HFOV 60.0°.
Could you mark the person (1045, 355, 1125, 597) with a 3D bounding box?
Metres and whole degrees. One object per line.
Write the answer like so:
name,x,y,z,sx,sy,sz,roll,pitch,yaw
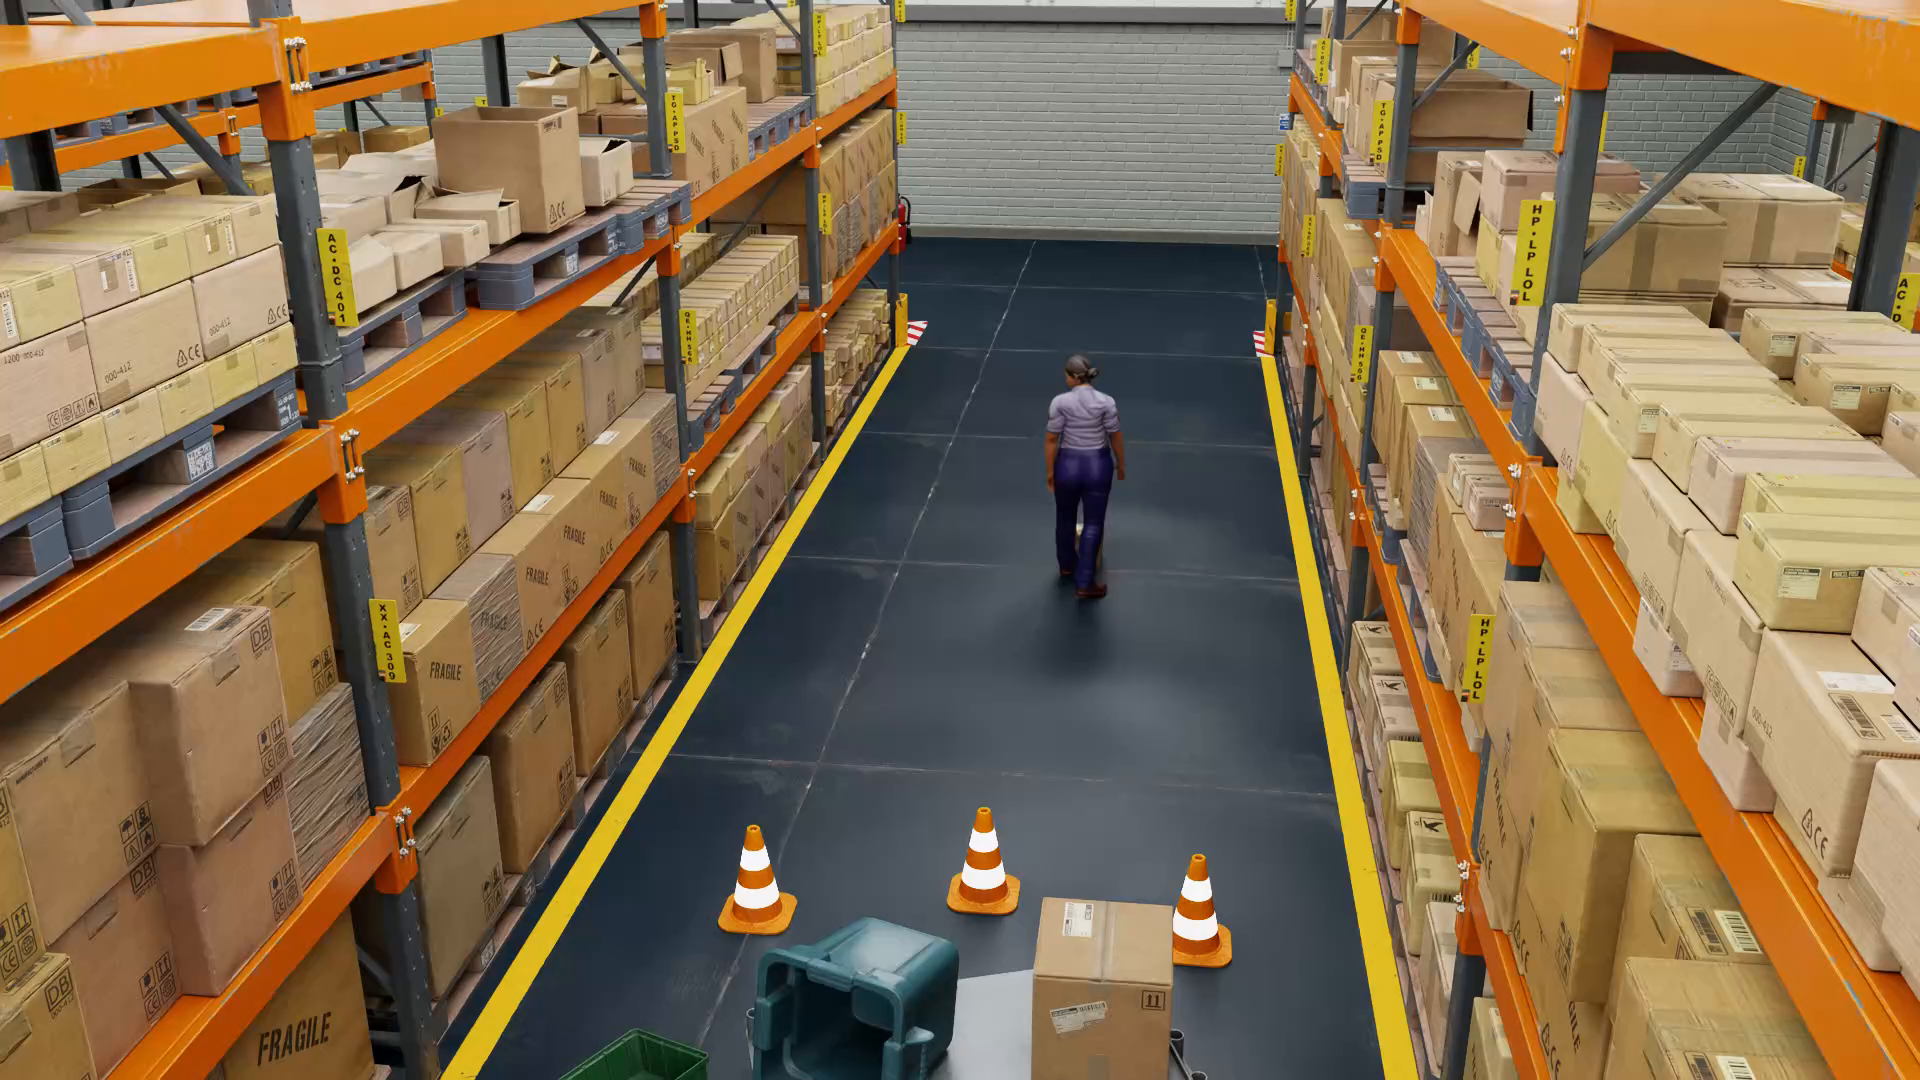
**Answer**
person,0.850,-0.471,11.276,0.513,1.626,0.746,5,22,13
